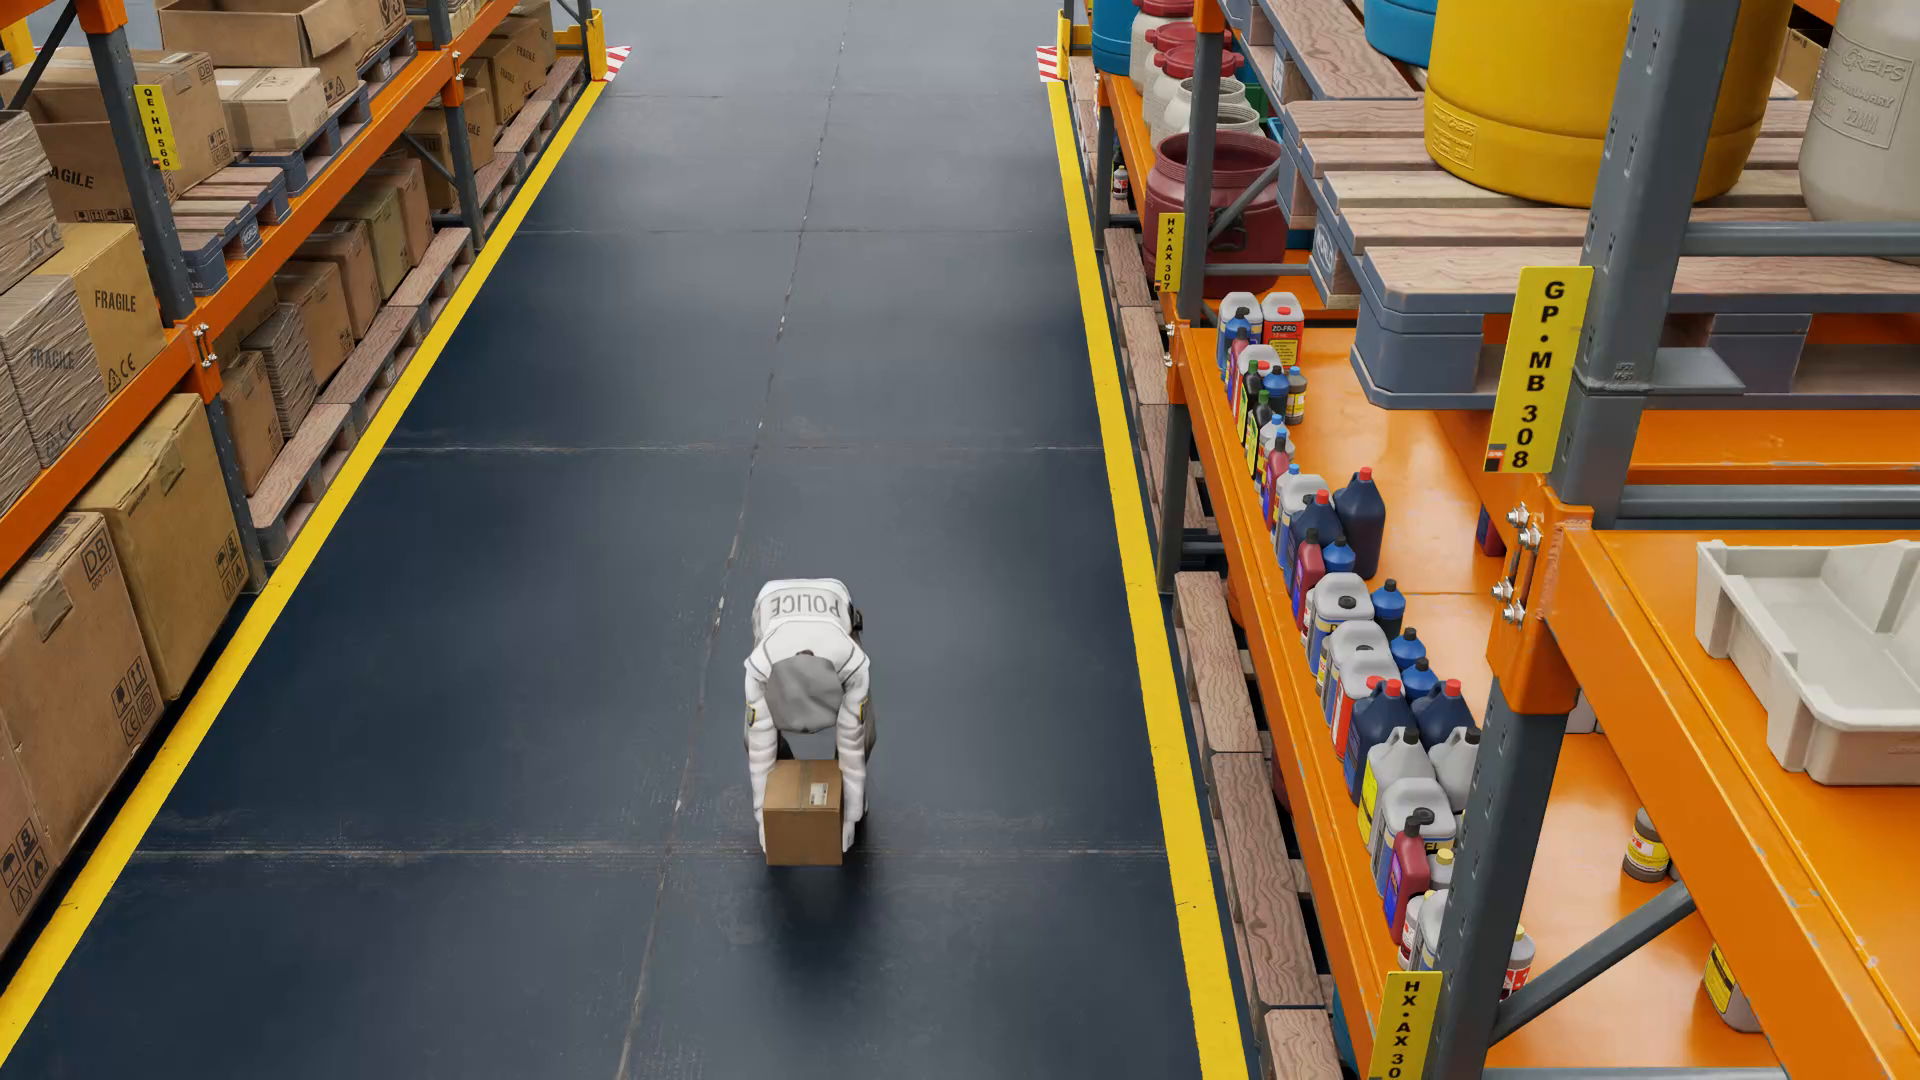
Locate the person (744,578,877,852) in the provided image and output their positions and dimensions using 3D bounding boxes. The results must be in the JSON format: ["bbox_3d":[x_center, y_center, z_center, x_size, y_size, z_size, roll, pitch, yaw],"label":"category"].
[{"bbox_3d":[-0.522,0.635,5.727,0.464,1.017,0.921,-2,32,-3],"label":"person"}]
